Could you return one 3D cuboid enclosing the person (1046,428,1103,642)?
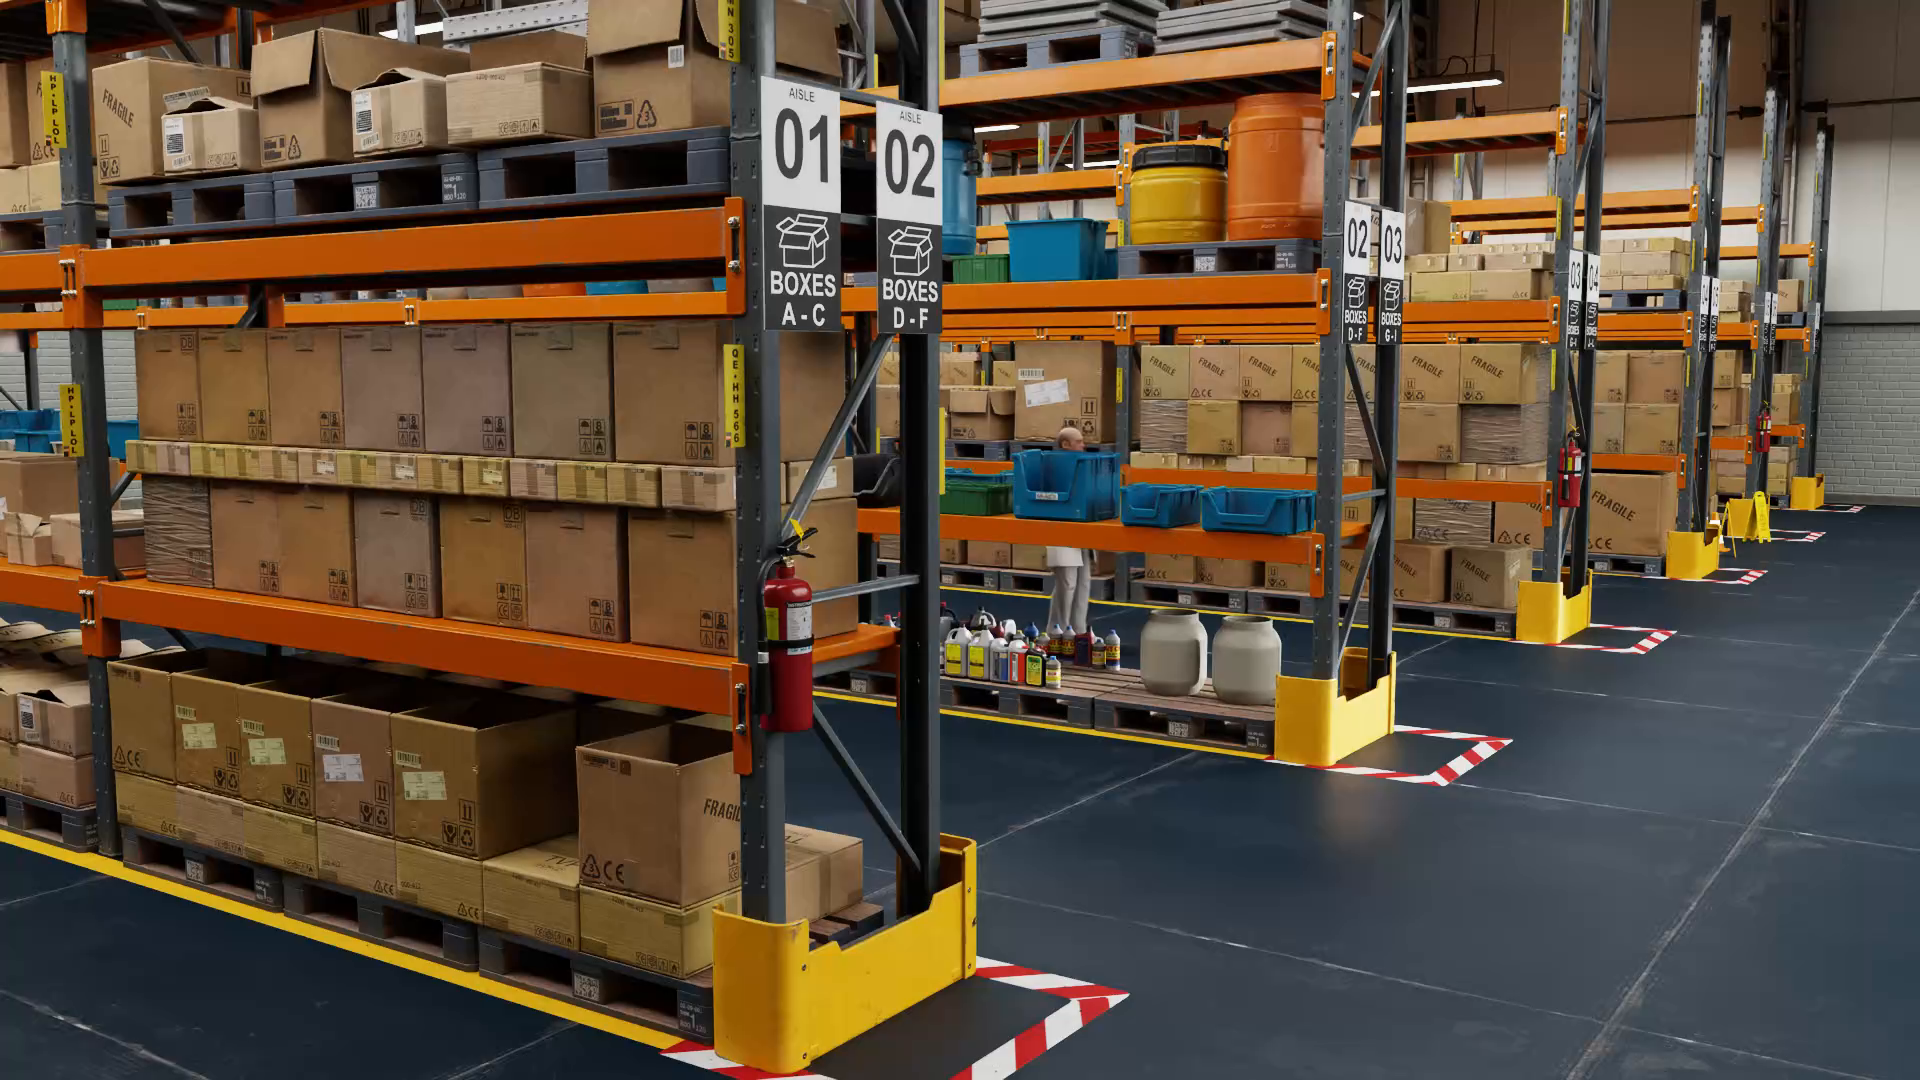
[{"bbox_3d":[0.976,-0.010,13.375,0.551,1.780,0.526,4,7,33],"label":"person"}]
